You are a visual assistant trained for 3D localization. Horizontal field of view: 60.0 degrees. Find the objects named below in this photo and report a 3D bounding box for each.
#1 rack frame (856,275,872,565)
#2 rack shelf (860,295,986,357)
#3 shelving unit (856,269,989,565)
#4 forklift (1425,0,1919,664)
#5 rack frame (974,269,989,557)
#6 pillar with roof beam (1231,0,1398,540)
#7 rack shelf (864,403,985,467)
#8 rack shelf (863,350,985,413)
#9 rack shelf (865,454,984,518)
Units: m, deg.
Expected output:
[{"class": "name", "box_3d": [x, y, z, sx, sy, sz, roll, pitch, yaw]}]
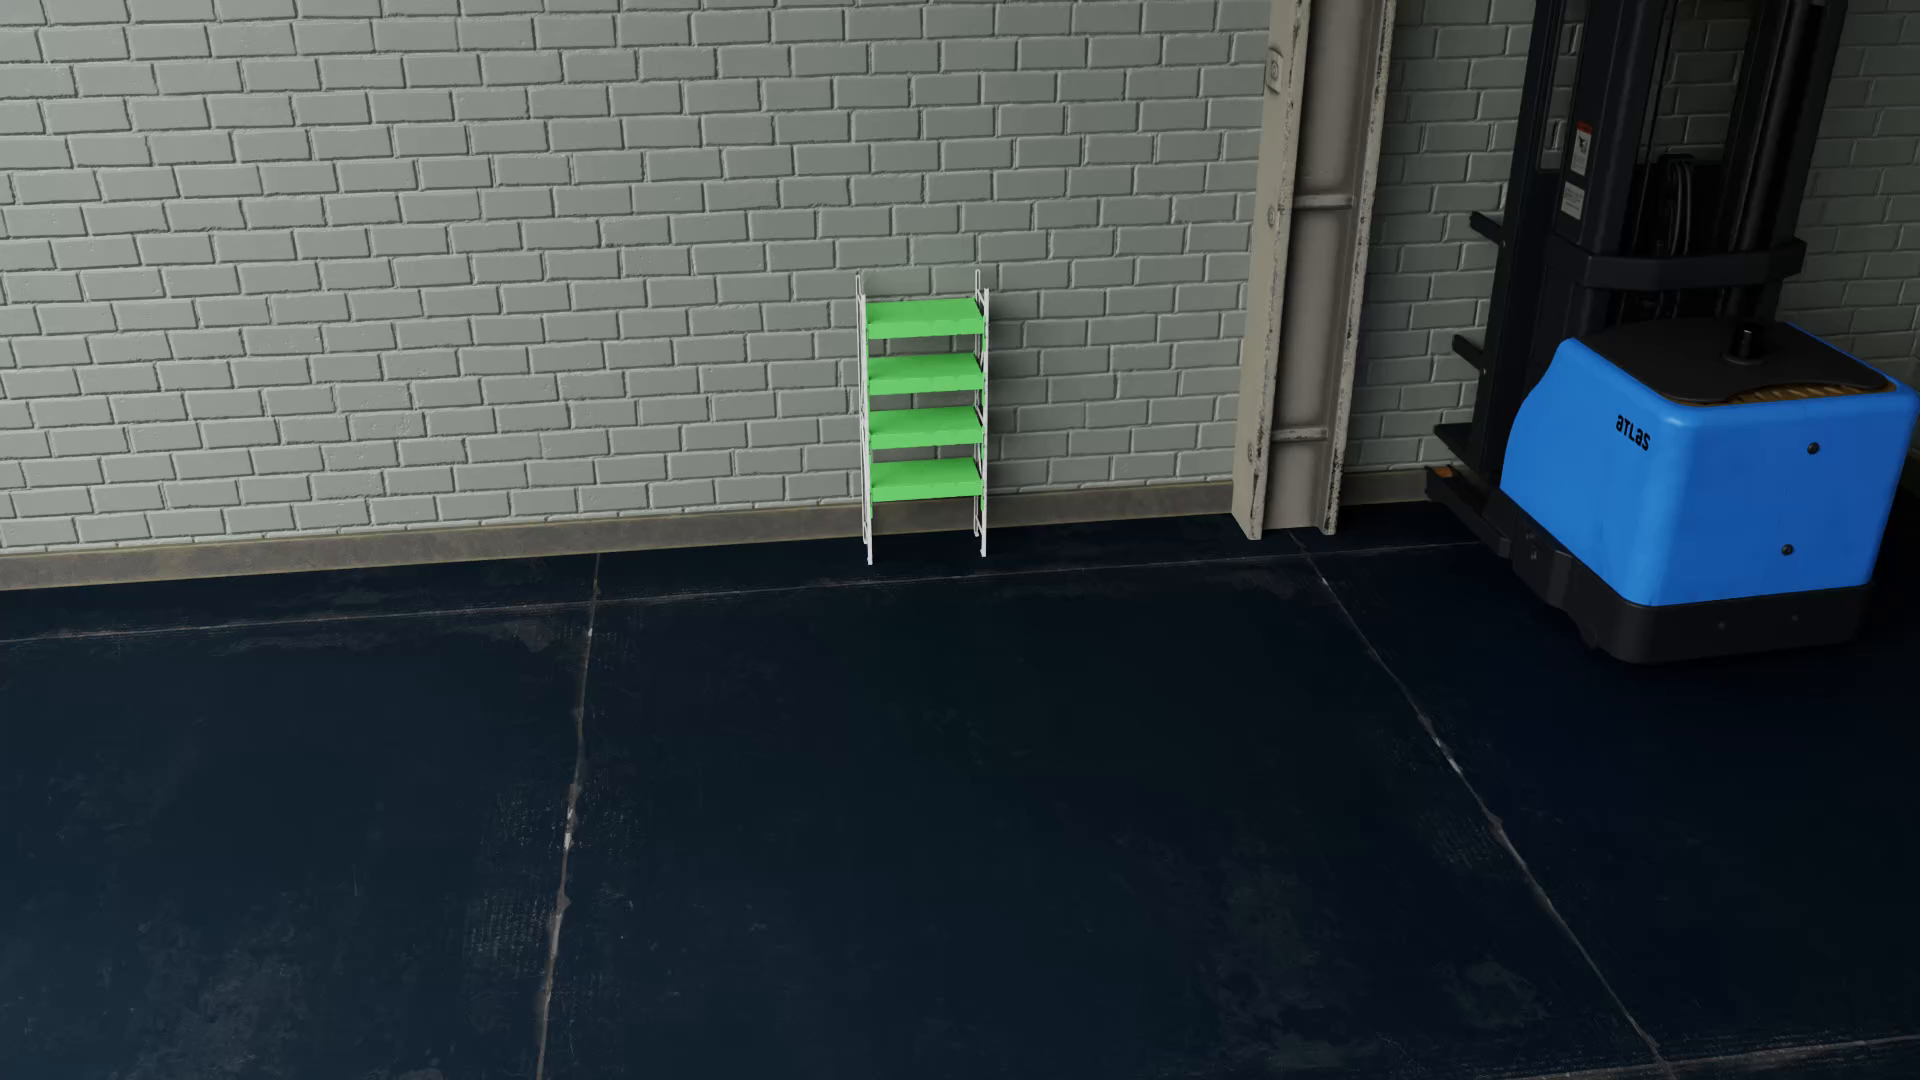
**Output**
[{"class": "rack frame", "box_3d": [-0.395, -0.480, 6.866, 0.015, 1.200, 0.240, -4, 28, -8]}, {"class": "rack shelf", "box_3d": [-0.153, -0.863, 6.702, 0.480, 0.148, 0.258, -4, 28, -8]}, {"class": "shelving unit", "box_3d": [-0.154, -0.497, 6.898, 0.503, 1.200, 0.258, -4, 28, -8]}, {"class": "forklift", "box_3d": [2.685, -1.493, 6.949, 1.130, 2.935, 3.031, -5, 28, -10]}, {"class": "rack frame", "box_3d": [0.087, -0.513, 6.931, 0.015, 1.200, 0.240, -4, 28, -8]}, {"class": "pillar with roof beam", "box_3d": [2.036, -2.140, 1.564, 0.400, 9.000, 9.100, -4, 27, -7]}, {"class": "rack shelf", "box_3d": [-0.154, -0.441, 6.929, 0.480, 0.148, 0.258, -4, 28, -8]}, {"class": "rack shelf", "box_3d": [-0.154, -0.652, 6.815, 0.480, 0.148, 0.258, -4, 28, -8]}, {"class": "rack shelf", "box_3d": [-0.155, -0.229, 7.042, 0.480, 0.148, 0.258, -4, 28, -8]}]
